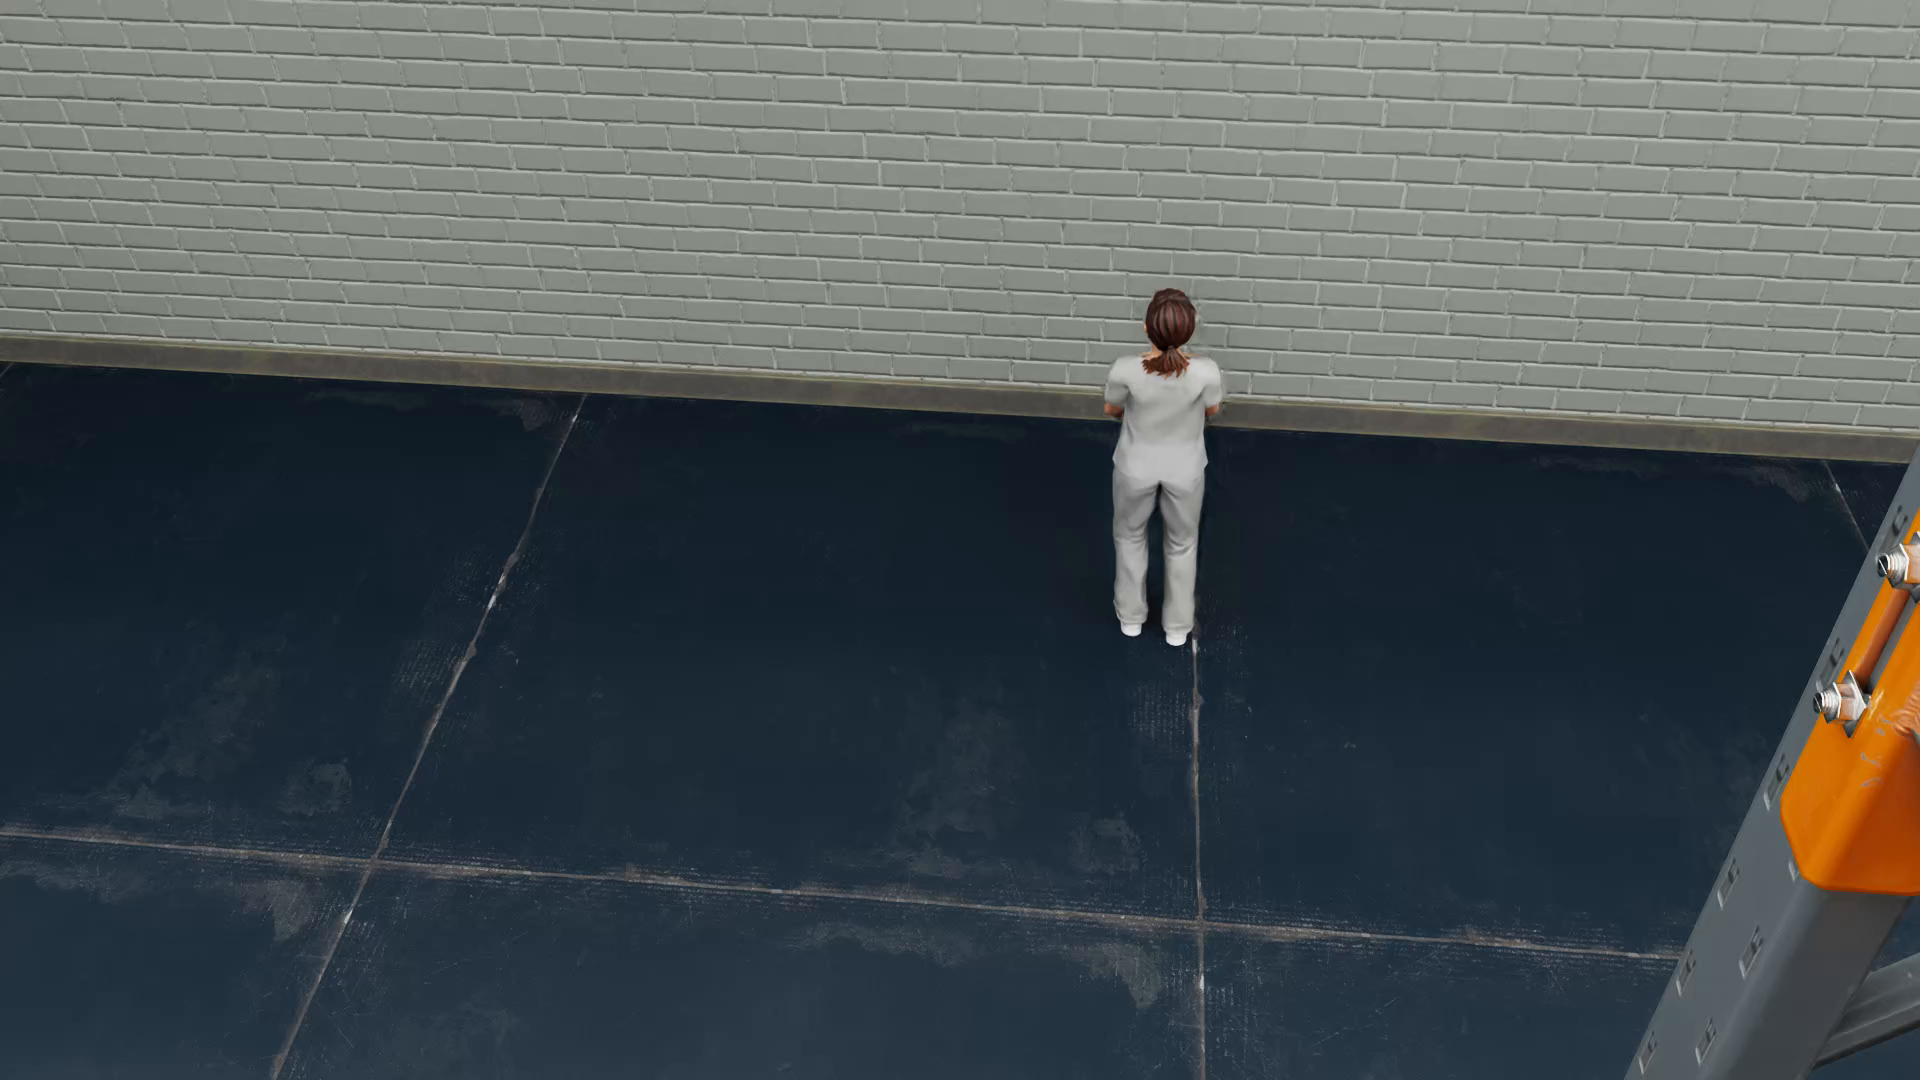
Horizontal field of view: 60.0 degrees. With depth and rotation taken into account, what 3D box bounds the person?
[{"bbox_3d":[0.770,-0.319,6.538,0.443,1.669,0.548,3,40,3],"label":"person"}]
